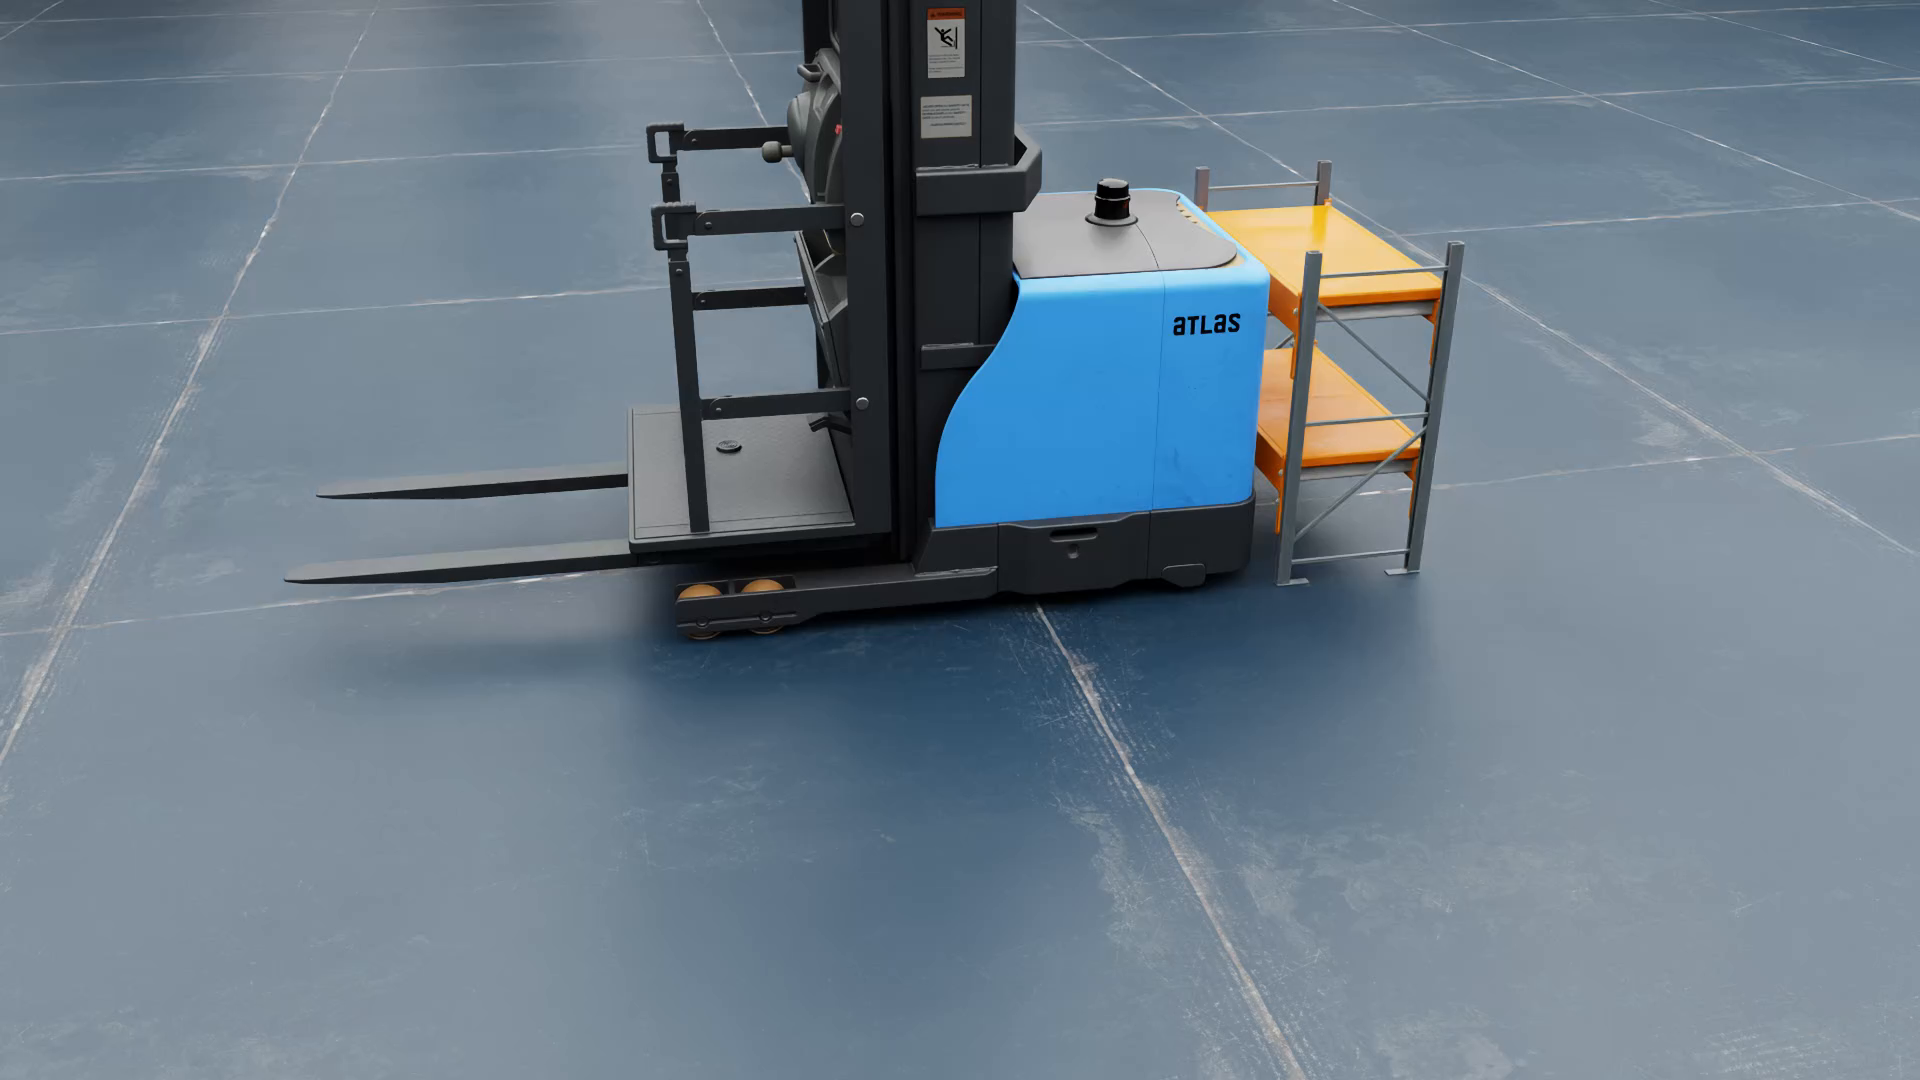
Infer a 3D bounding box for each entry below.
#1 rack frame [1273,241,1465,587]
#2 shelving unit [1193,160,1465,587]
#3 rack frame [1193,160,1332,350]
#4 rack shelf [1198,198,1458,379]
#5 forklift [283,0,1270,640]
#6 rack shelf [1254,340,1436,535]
[{"bbox_3d":[1.280,-0.377,5.249,0.500,1.125,0.032,-5,27,-10],"label":"rack frame"},{"bbox_3d":[1.179,-0.602,5.694,0.538,1.125,1.048,-5,27,-10],"label":"shelving unit"},{"bbox_3d":[1.077,-0.826,6.139,0.500,1.125,0.032,-5,27,-10],"label":"rack frame"},{"bbox_3d":[1.179,-0.863,5.562,0.538,0.278,1.000,-5,27,-10],"label":"rack shelf"},{"bbox_3d":[-0.612,-1.258,4.990,3.031,2.935,1.130,-5,27,-9],"label":"forklift"},{"bbox_3d":[1.179,-0.384,5.804,0.538,0.278,1.000,-5,27,-10],"label":"rack shelf"}]
